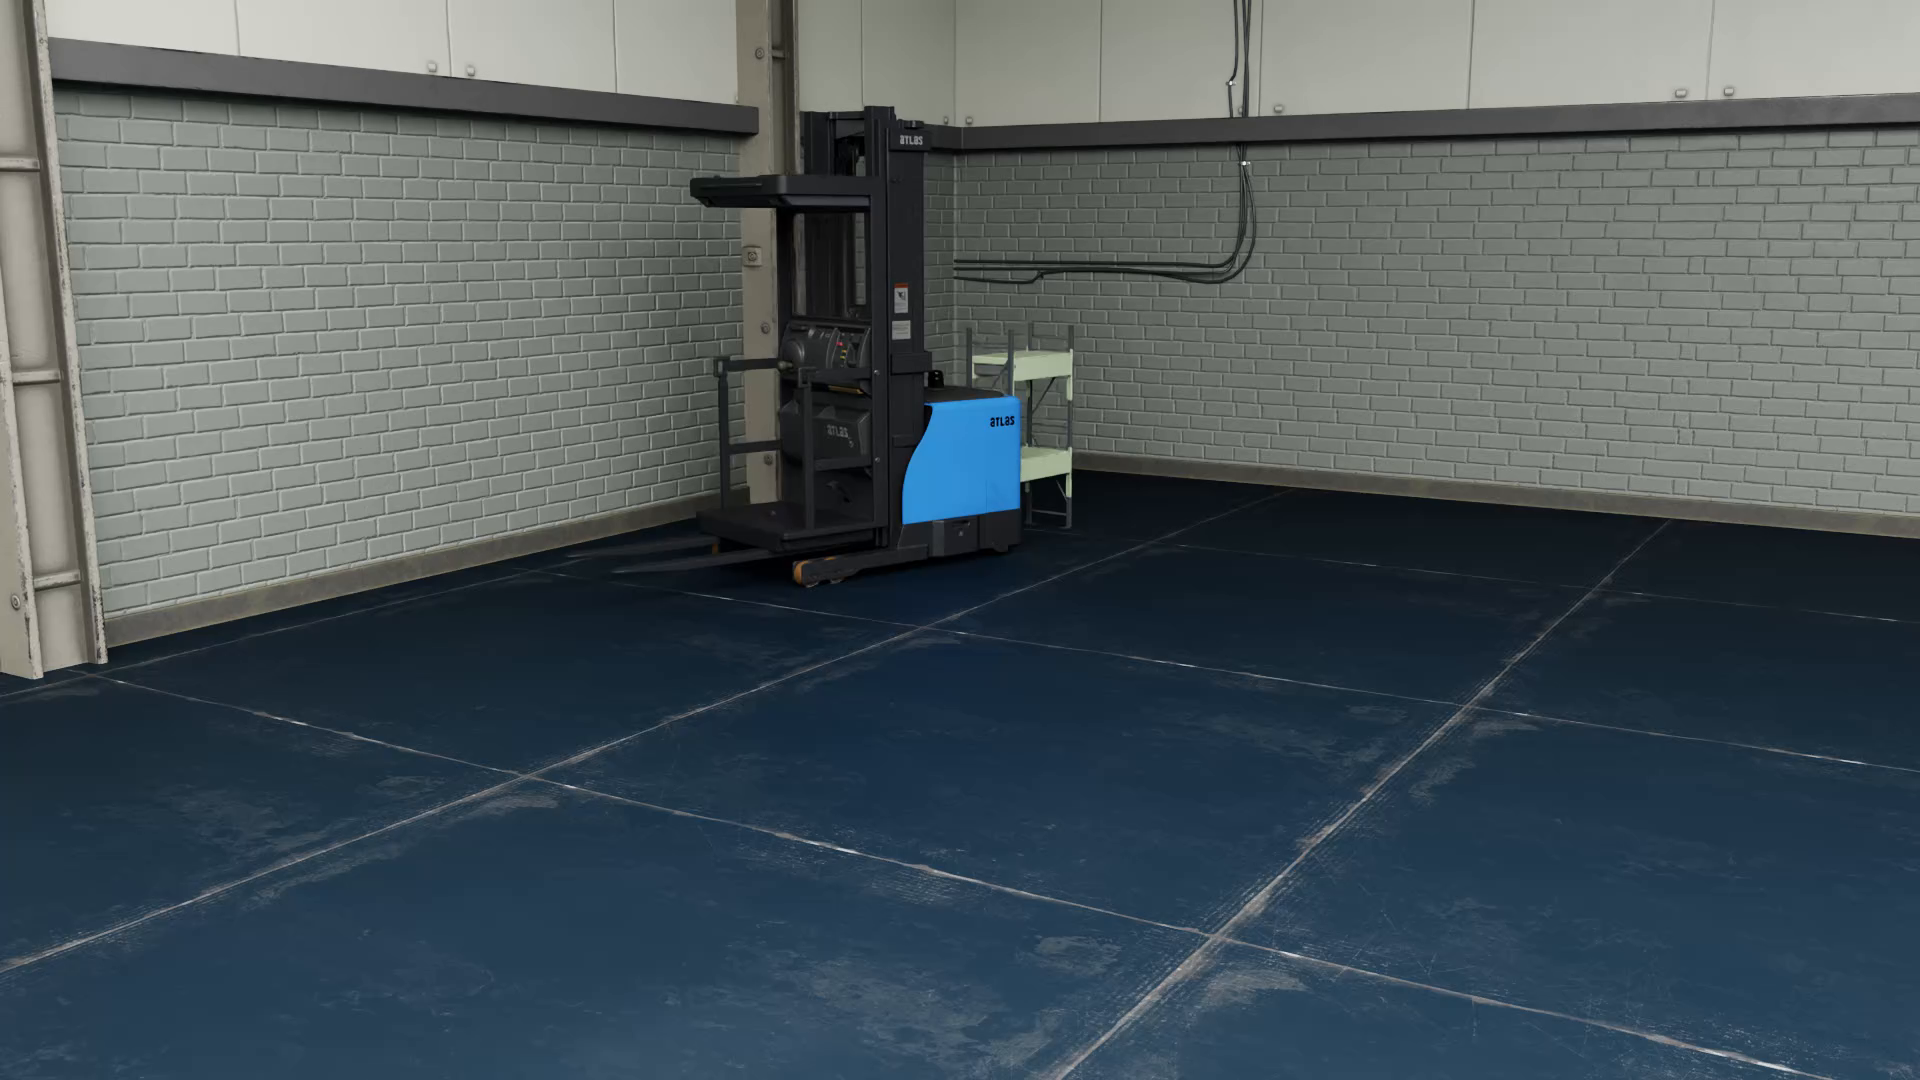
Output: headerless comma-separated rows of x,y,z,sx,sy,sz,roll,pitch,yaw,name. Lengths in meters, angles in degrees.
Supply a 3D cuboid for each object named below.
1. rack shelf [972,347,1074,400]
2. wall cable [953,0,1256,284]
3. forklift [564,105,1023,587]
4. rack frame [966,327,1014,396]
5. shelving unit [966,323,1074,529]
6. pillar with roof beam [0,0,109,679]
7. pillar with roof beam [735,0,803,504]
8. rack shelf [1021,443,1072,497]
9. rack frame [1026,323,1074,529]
0.435,-1.173,11.938,0.431,0.370,0.720,8,13,38,rack shelf
1.176,-3.536,14.739,3.097,2.526,0.112,6,12,31,wall cable
-1.036,-1.256,10.613,3.031,2.935,1.130,-8,14,-38,forklift
0.207,-0.737,11.728,0.400,1.500,0.023,8,13,38,rack frame
0.435,-0.789,12.009,0.431,1.500,0.755,8,13,38,shelving unit
-0.919,-3.370,5.416,9.100,9.000,0.400,6,12,31,pillar with roof beam
2.196,-4.314,10.457,9.100,9.000,0.400,6,12,31,pillar with roof beam
0.435,-0.469,12.069,0.431,0.370,0.720,8,13,38,rack shelf
0.662,-0.842,12.291,0.400,1.500,0.023,8,13,38,rack frame
